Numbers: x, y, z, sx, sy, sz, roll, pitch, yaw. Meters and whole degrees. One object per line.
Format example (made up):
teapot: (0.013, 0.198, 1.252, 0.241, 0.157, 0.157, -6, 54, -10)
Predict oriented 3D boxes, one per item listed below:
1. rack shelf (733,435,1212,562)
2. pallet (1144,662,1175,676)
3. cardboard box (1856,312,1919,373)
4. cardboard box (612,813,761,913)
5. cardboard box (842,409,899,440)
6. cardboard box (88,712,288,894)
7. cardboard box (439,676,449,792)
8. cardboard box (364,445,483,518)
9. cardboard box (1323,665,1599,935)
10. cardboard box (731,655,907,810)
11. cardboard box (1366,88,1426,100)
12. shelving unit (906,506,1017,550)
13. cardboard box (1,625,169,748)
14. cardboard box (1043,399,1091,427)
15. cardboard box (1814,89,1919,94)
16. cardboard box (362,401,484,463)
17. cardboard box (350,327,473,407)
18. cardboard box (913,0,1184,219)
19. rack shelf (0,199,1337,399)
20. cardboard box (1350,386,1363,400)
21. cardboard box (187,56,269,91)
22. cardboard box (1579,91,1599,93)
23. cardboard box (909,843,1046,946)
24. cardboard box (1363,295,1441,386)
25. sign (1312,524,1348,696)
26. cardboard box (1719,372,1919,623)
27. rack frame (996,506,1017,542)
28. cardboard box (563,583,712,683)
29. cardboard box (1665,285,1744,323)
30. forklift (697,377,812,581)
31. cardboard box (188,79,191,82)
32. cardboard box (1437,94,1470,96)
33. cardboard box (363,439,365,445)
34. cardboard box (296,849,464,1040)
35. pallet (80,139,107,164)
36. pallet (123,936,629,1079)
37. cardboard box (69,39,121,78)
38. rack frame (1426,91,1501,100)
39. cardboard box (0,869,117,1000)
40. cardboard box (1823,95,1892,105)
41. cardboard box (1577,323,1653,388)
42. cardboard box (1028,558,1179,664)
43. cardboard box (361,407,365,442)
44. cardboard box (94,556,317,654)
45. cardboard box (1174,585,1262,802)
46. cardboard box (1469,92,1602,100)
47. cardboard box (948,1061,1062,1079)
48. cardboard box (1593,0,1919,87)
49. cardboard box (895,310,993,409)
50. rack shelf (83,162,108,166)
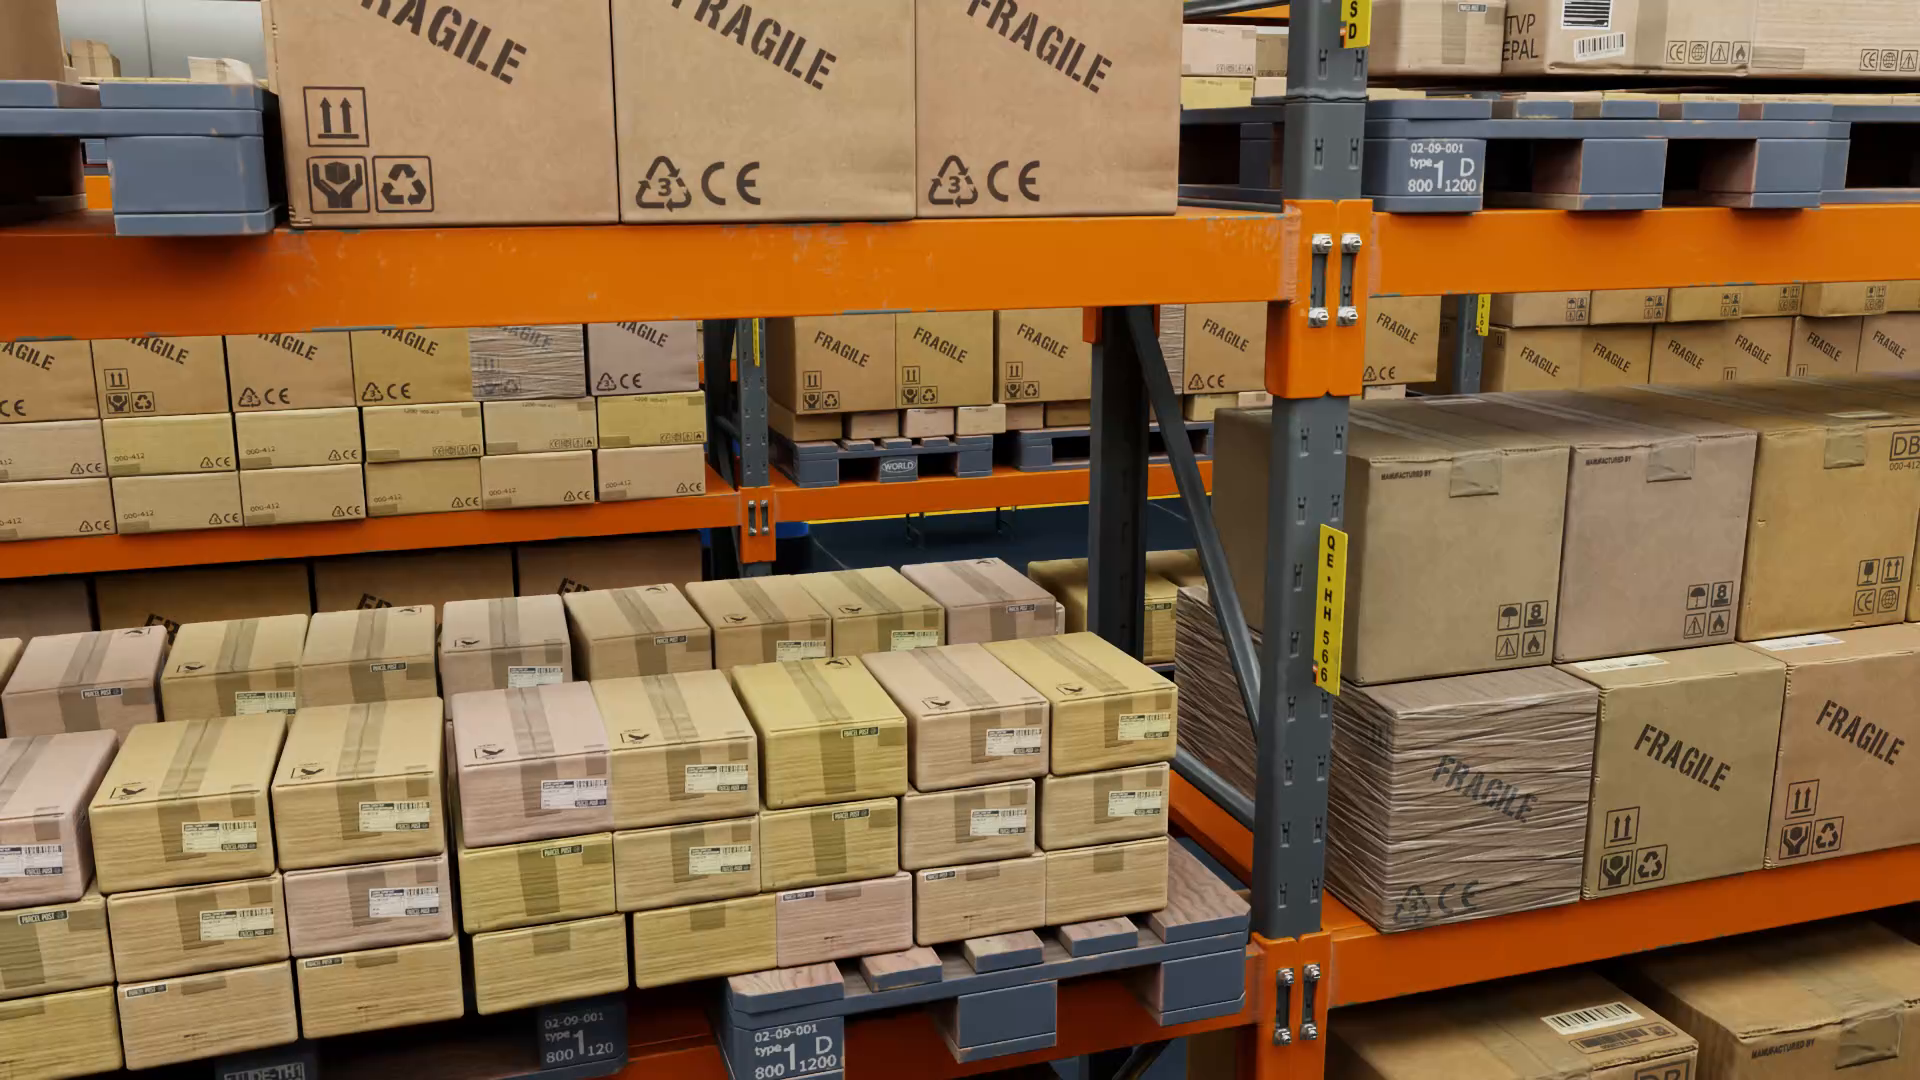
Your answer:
rack shelf: (0.761, -0.333, 9.114, 4.000, 0.370, 1.077, -4, 14, -18)
pallet: (0.761, 0.675, 9.349, 1.213, 0.211, 1.003, -4, 14, -18)
cardboard box: (5.545, -1.182, 10.273, 0.500, 0.500, 0.500, -4, 14, -18)
cardboard box: (-0.521, 0.511, 3.005, 0.250, 0.149, 0.380, -4, 14, -18)
cardboard box: (-0.489, -0.614, 8.377, 0.250, 0.149, 0.380, -5, 14, -22)
cardboard box: (-1.252, 0.422, 2.735, 0.250, 0.149, 0.380, -4, 14, -16)
cardboard box: (-1.202, 0.403, 3.458, 0.250, 0.149, 0.380, -5, 14, -19)
cardboard box: (-2.493, -0.293, 7.717, 0.500, 0.250, 0.500, -5, 14, -19)
cardboard box: (1.052, 0.520, 3.756, 0.500, 0.500, 0.500, -4, 14, -17)
cardboard box: (-0.265, 0.346, 3.057, 0.250, 0.149, 0.380, -4, 14, -16)
cardboard box: (2.149, -2.346, 8.958, 0.500, 0.250, 0.500, -5, 14, -19)
shelving unit: (0.006, -0.730, 12.471, 0.755, 1.500, 0.431, -4, 14, -18)
cardboard box: (-1.697, 0.298, 3.256, 0.250, 0.149, 0.380, -5, 14, -21)
cardboard box: (0.512, -0.704, 8.756, 0.250, 0.149, 0.380, -4, 14, -16)
cardboard box: (2.490, -1.307, 4.342, 0.258, 0.266, 0.396, -4, 14, -18)
cardboard box: (-2.476, -0.533, 7.645, 0.500, 0.250, 0.500, -5, 14, -20)
cardboard box: (-2.498, -0.900, 7.567, 0.500, 0.500, 0.500, -4, 14, -18)
cardboard box: (0.080, -0.867, 3.107, 0.500, 0.500, 0.500, -4, 14, -18)
rack shelf: (-1.356, -0.419, 2.993, 4.000, 0.370, 1.077, -4, 14, -18)
cardboard box: (2.001, -0.798, 9.152, 0.250, 0.149, 0.380, -5, 14, -20)
cardboard box: (-3.082, -1.896, 7.033, 0.258, 0.266, 0.396, -3, 14, -13)
cardboard box: (3.296, -2.533, 9.146, 0.250, 0.149, 0.380, -4, 14, -16)
cardboard box: (-0.017, 0.616, 3.206, 0.250, 0.149, 0.380, -4, 14, -18)
cardboard box: (2.292, -1.144, 9.202, 0.500, 0.500, 0.500, -5, 14, -19)
sign: (0.722, 0.137, 3.255, 0.005, 0.325, 0.100, -4, 14, -18)
cardboard box: (2.417, -0.137, 4.359, 0.500, 0.500, 0.700, -5, 14, -19)
rack frame: (0.353, -0.757, 12.585, 0.023, 1.500, 0.400, -4, 14, -18)
cardboard box: (-0.699, 0.220, 3.585, 0.250, 0.149, 0.380, -5, 14, -20)
cardboard box: (4.118, -1.559, 9.696, 0.500, 0.500, 0.700, -5, 14, -19)
forklift: (-2.585, -1.116, 10.999, 3.031, 2.935, 1.130, -6, 15, -25)
cardboard box: (-5.146, -3.090, 11.446, 0.250, 0.149, 0.380, -4, 14, -17)
cardboard box: (2.887, -2.627, 9.541, 0.250, 0.149, 0.380, -4, 14, -17)
cardboard box: (-2.659, -0.402, 8.175, 0.500, 0.250, 0.500, -4, 14, -16)
cardboard box: (-0.998, 0.692, 2.888, 0.250, 0.149, 0.380, -4, 14, -16)
pallet: (-5.872, -2.729, 11.557, 1.003, 0.211, 1.213, -4, 14, -18)
pallet: (-1.323, 0.791, 3.248, 1.213, 0.211, 1.003, -4, 14, -18)
cardboard box: (-6.004, -3.329, 11.555, 0.258, 0.266, 0.396, -4, 14, -18)
rack frame: (2.657, -3.749, 8.957, 0.127, 3.000, 1.000, -4, 14, -18)
cardboard box: (-1.489, 0.585, 2.692, 0.250, 0.149, 0.380, -5, 14, -19)
cardboard box: (5.081, -2.484, 9.801, 0.500, 0.250, 0.500, -4, 14, -16)
cardboard box: (3.631, -1.037, 9.662, 0.500, 0.500, 0.500, -5, 14, -18)
cardboard box: (0.821, 0.389, 9.298, 0.625, 0.372, 0.950, -4, 14, -16)
cardboard box: (-2.660, -0.650, 8.138, 0.500, 0.250, 0.500, -5, 14, -18)
cardboard box: (-3.510, 0.458, 7.920, 0.875, 0.875, 0.875, -4, 14, -16)
cardboard box: (0.881, 0.402, 4.253, 0.500, 0.500, 0.500, -4, 14, -18)
cardboard box: (3.161, -2.334, 9.171, 0.500, 0.250, 0.500, -5, 14, -19)
cardboard box: (-0.025, 1.298, 3.578, 0.500, 0.250, 0.500, -5, 14, -19)
cardboard box: (1.771, -1.138, 3.665, 0.500, 0.250, 0.500, -4, 14, -17)
cardboard box: (-0.143, -0.955, 8.410, 0.500, 0.500, 0.500, -4, 14, -15)
rack shelf: (-4.617, -2.585, 12.102, 4.000, 0.370, 1.077, -4, 14, -18)
